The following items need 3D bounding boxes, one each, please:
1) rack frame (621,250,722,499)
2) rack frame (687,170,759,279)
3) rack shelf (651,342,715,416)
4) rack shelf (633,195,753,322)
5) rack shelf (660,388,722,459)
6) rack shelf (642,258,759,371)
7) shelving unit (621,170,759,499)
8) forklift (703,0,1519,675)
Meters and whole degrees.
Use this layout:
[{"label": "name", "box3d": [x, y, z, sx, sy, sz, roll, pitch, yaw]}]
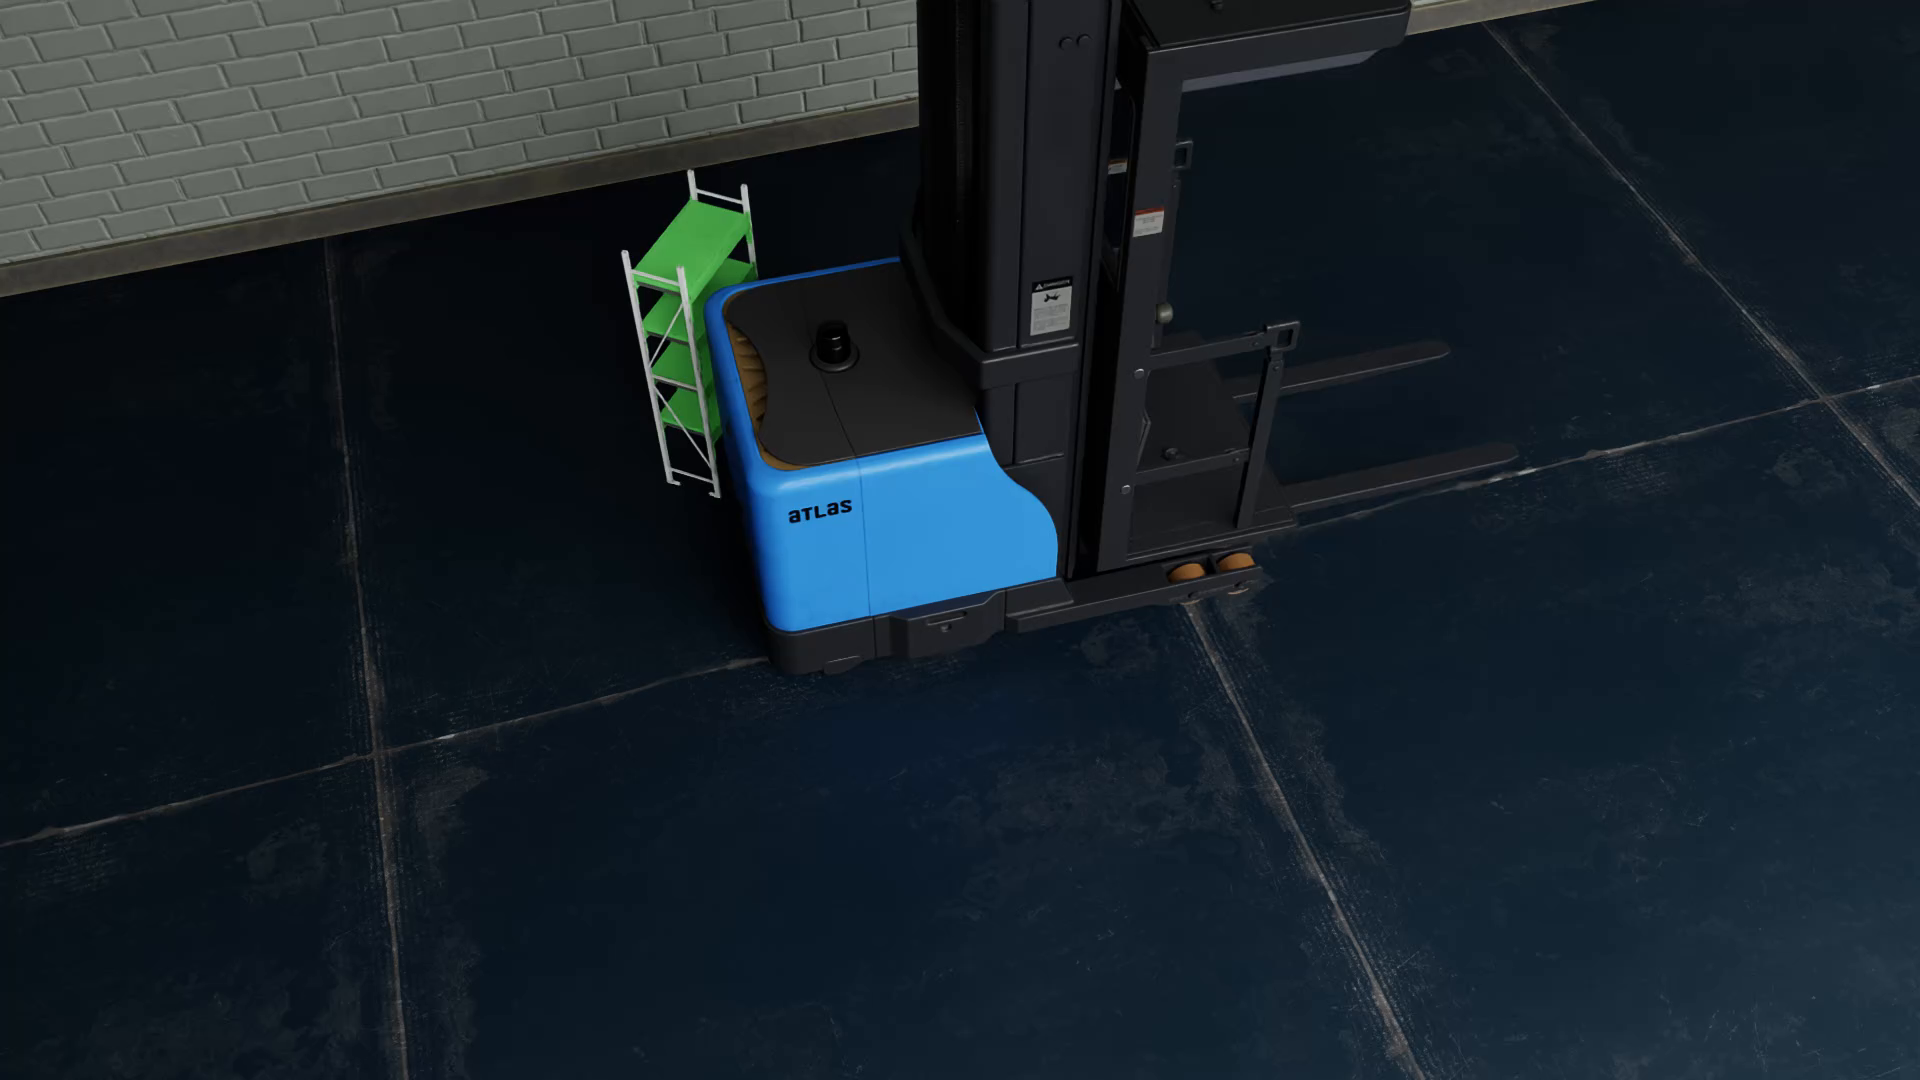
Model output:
[{"label": "rack frame", "box3d": [-1.072, -0.591, 6.253, 0.240, 1.200, 0.015, 17, 52, 14]}, {"label": "rack frame", "box3d": [-0.889, -0.937, 6.545, 0.240, 1.200, 0.015, 17, 52, 14]}, {"label": "rack shelf", "box3d": [-0.980, -0.723, 6.448, 0.258, 0.148, 0.480, 17, 52, 14]}, {"label": "rack shelf", "box3d": [-0.981, -1.032, 6.081, 0.258, 0.148, 0.480, 17, 52, 14]}, {"label": "rack shelf", "box3d": [-0.980, -0.568, 6.631, 0.258, 0.148, 0.480, 17, 52, 14]}, {"label": "rack shelf", "box3d": [-0.981, -0.878, 6.264, 0.258, 0.148, 0.480, 17, 52, 14]}, {"label": "shelving unit", "box3d": [-0.980, -0.764, 6.399, 0.258, 1.200, 0.503, 17, 52, 14]}, {"label": "forklift", "box3d": [0.652, -1.080, 5.533, 3.031, 2.935, 1.130, -12, 51, -10]}]
